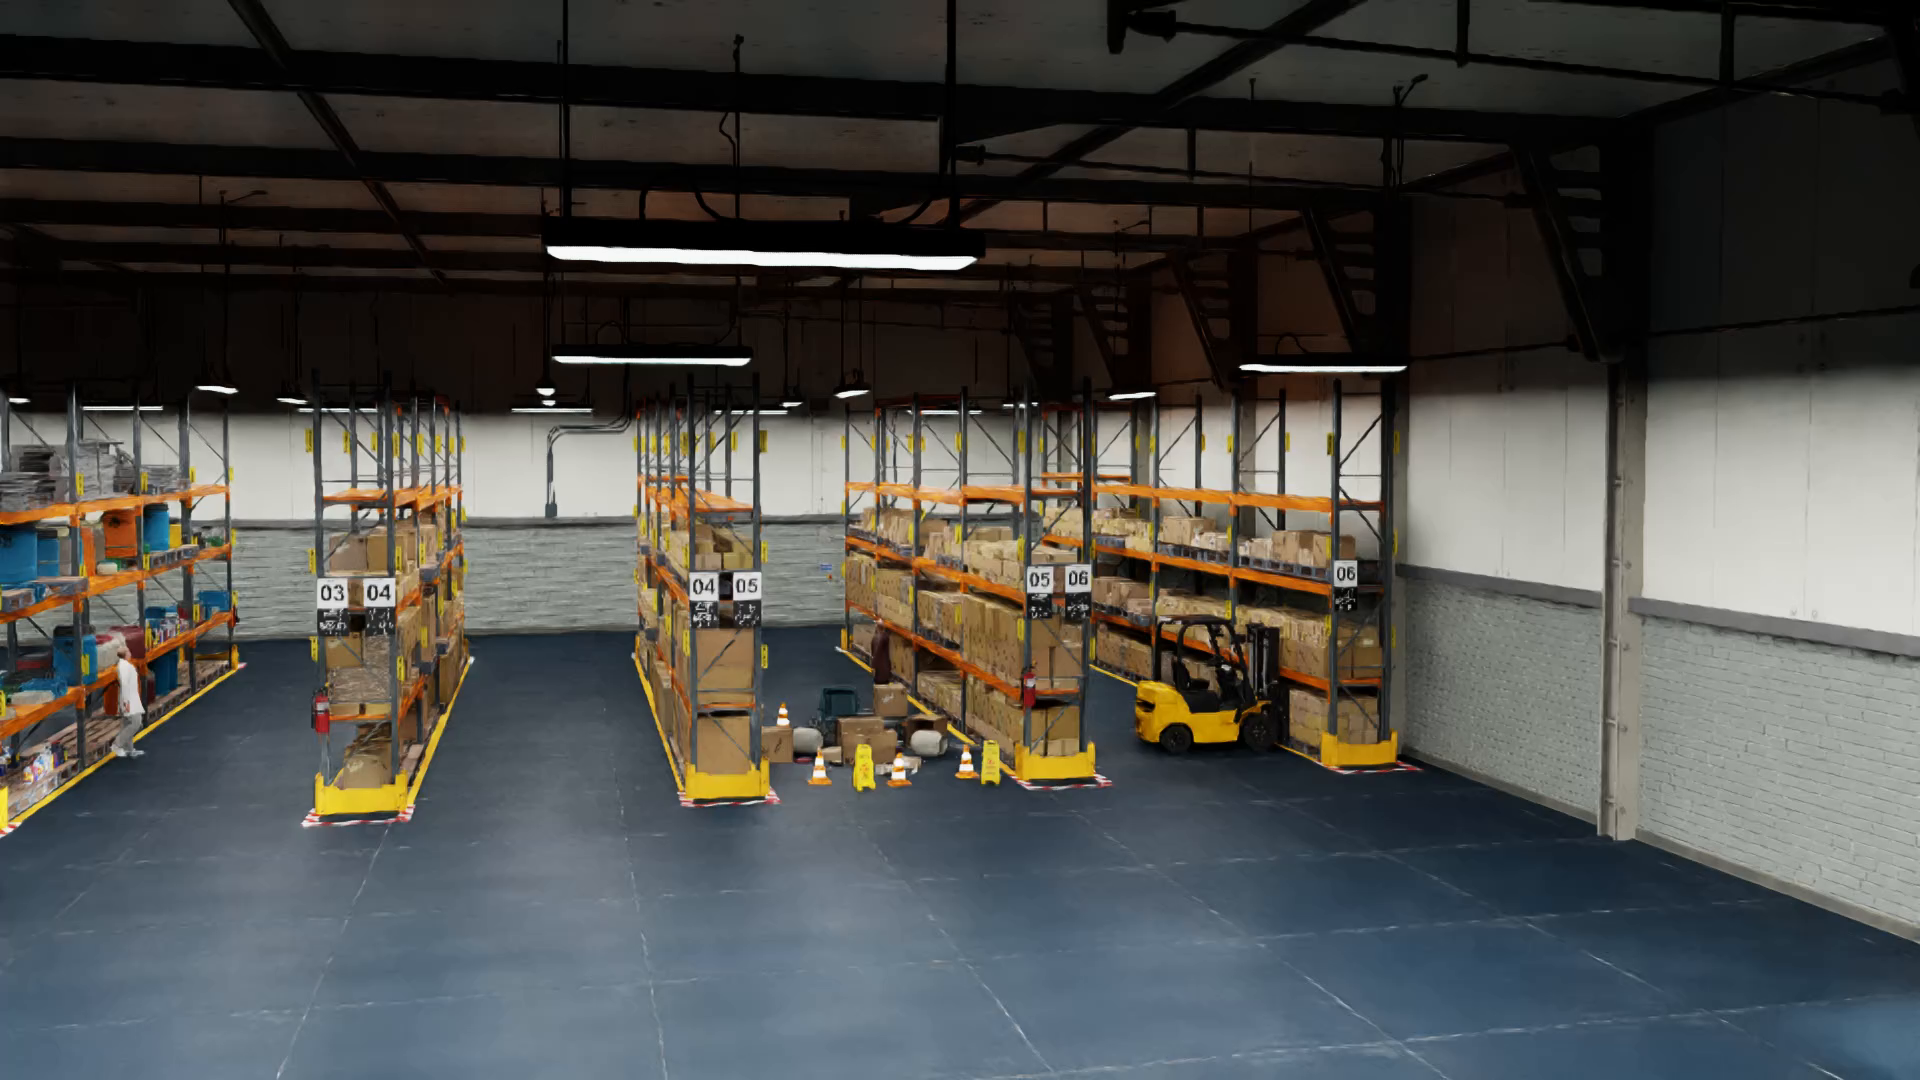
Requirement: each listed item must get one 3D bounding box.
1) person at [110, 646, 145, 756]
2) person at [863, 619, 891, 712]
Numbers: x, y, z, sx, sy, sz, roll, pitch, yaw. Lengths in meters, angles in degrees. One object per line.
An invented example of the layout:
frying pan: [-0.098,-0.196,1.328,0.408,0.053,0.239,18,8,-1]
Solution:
person: [-13.319,2.578,26.565,0.509,1.777,0.620,-2,4,-31]
person: [-1.495,2.334,30.509,0.637,1.775,0.675,1,3,11]
